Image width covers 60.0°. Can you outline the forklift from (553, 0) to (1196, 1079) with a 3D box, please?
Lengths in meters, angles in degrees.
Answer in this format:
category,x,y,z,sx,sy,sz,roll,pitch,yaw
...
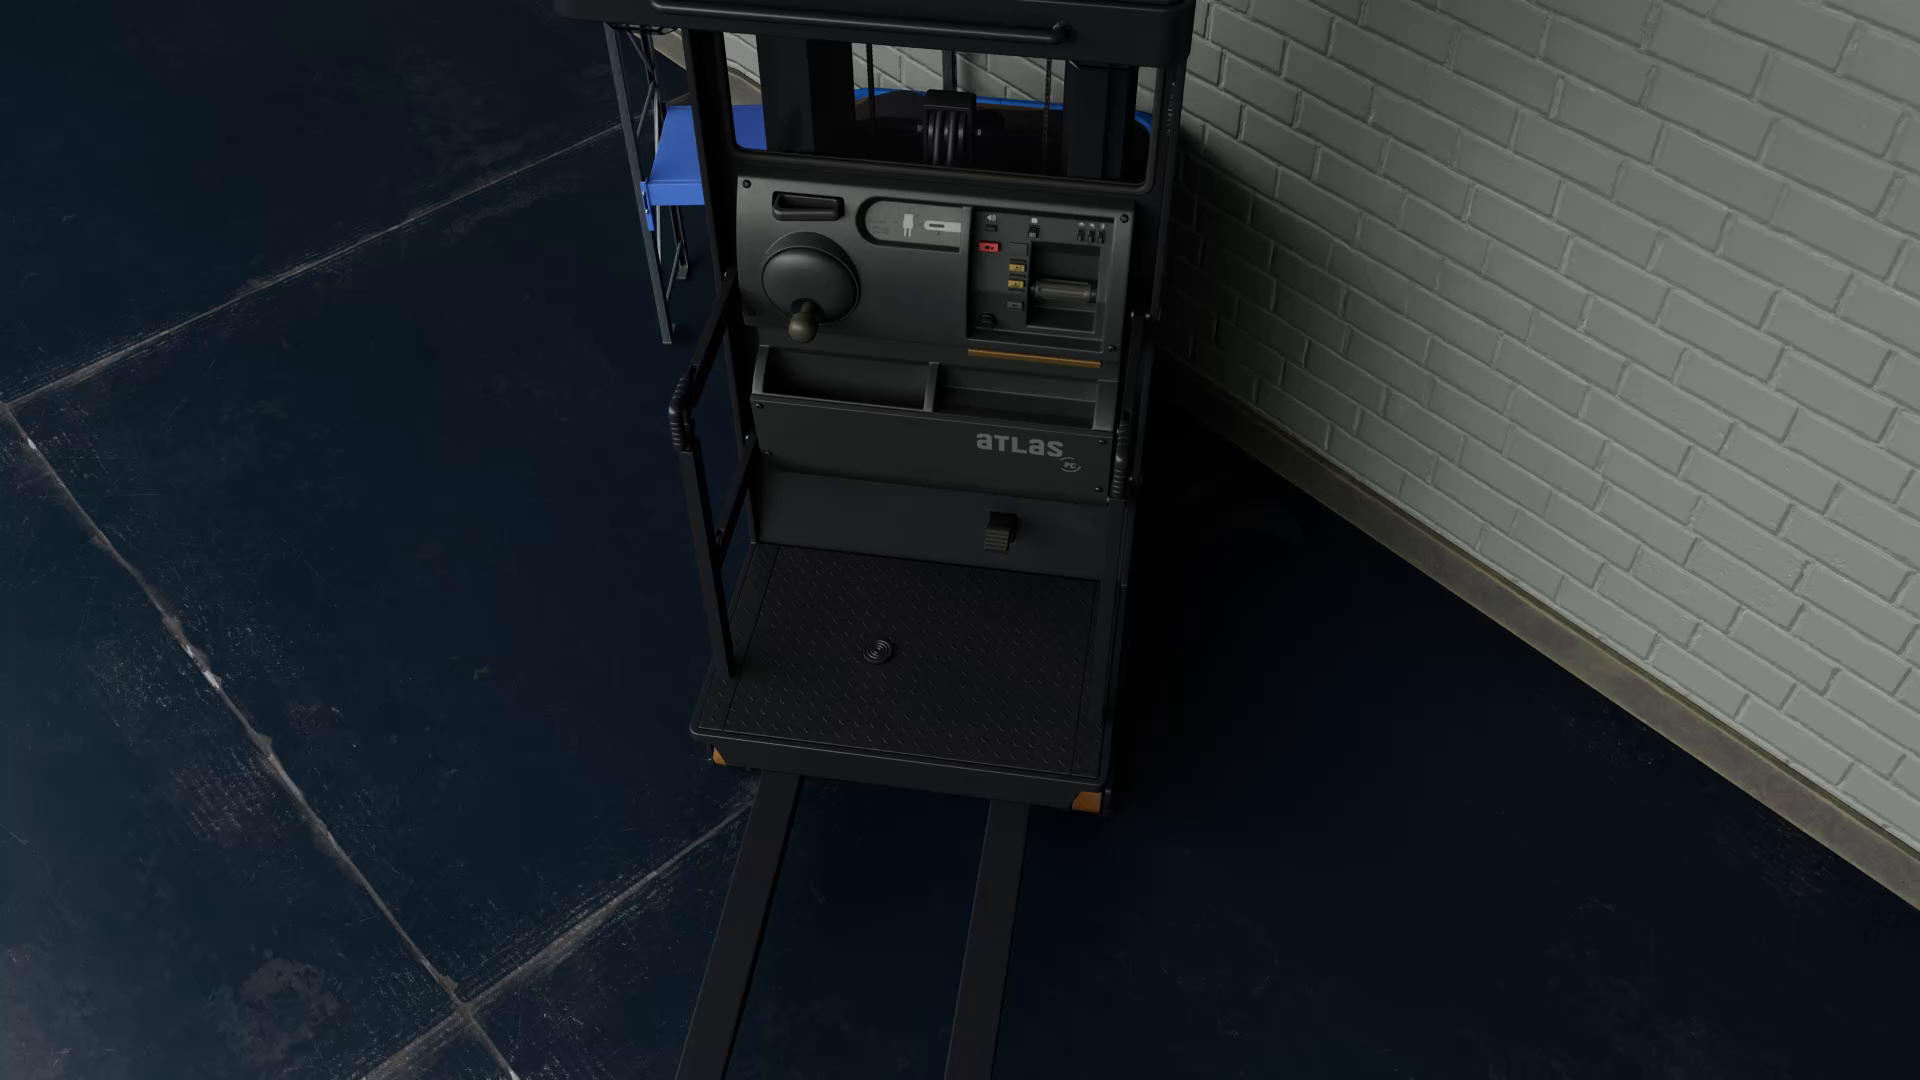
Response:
category,x,y,z,sx,sy,sz,roll,pitch,yaw
forklift,-0.095,-0.538,3.752,1.130,2.935,3.031,6,48,6

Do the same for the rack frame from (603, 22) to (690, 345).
category,x,y,z,sx,sy,sz,roll,pitch,yaw
rack frame,-1.044,-1.398,5.501,0.032,1.500,0.500,-1,44,1

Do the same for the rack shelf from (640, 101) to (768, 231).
category,x,y,z,sx,sy,sz,roll,pitch,yaw
rack shelf,-0.531,-1.275,5.614,1.000,0.185,0.538,-1,44,1

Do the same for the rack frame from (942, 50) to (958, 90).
category,x,y,z,sx,sy,sz,roll,pitch,yaw
rack frame,-0.028,-1.409,5.477,0.032,1.500,0.500,-1,44,1

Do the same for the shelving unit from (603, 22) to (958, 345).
category,x,y,z,sx,sy,sz,roll,pitch,yaw
shelving unit,-0.536,-1.404,5.489,1.048,1.500,0.538,-1,44,1
